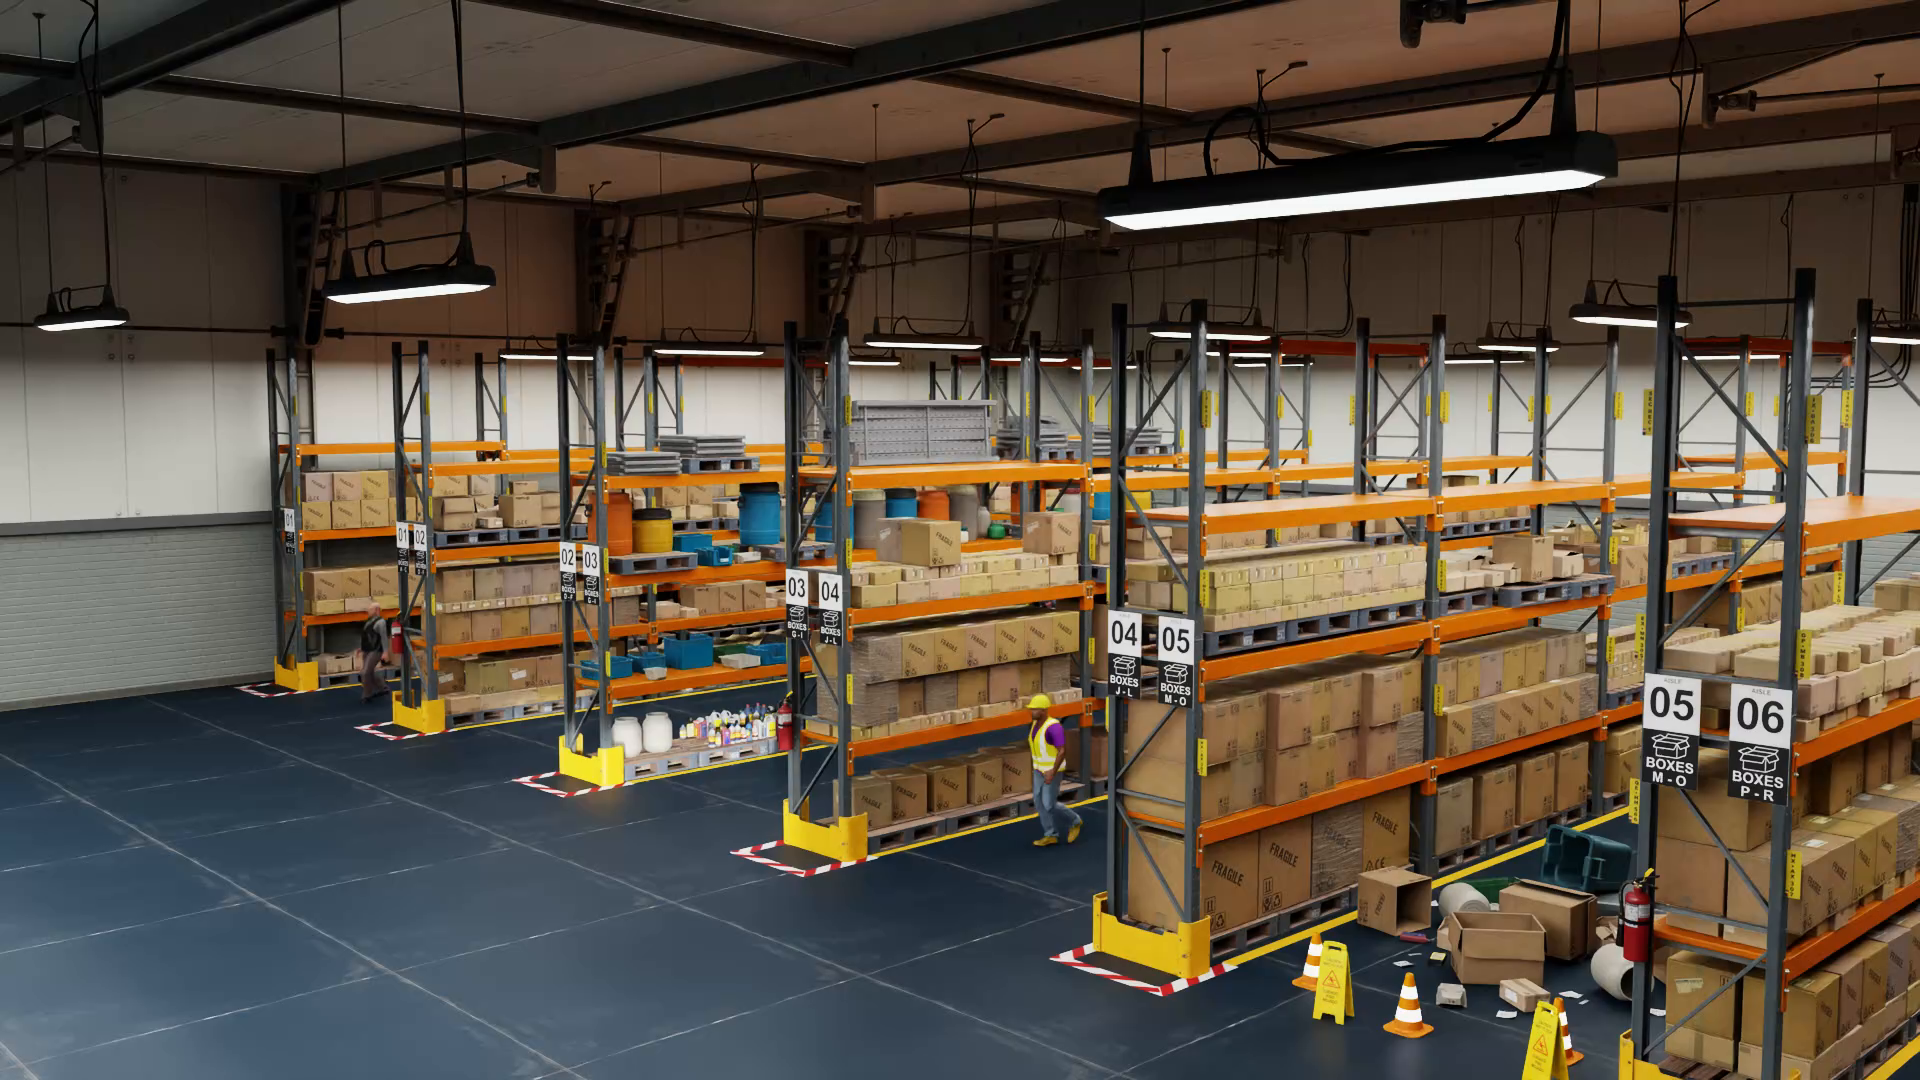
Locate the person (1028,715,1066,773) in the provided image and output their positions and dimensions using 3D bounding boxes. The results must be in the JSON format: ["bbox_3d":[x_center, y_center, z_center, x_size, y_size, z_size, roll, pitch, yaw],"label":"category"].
[{"bbox_3d":[1.005,2.340,19.107,0.378,0.651,0.623,-3,6,-28],"label":"person"}]
